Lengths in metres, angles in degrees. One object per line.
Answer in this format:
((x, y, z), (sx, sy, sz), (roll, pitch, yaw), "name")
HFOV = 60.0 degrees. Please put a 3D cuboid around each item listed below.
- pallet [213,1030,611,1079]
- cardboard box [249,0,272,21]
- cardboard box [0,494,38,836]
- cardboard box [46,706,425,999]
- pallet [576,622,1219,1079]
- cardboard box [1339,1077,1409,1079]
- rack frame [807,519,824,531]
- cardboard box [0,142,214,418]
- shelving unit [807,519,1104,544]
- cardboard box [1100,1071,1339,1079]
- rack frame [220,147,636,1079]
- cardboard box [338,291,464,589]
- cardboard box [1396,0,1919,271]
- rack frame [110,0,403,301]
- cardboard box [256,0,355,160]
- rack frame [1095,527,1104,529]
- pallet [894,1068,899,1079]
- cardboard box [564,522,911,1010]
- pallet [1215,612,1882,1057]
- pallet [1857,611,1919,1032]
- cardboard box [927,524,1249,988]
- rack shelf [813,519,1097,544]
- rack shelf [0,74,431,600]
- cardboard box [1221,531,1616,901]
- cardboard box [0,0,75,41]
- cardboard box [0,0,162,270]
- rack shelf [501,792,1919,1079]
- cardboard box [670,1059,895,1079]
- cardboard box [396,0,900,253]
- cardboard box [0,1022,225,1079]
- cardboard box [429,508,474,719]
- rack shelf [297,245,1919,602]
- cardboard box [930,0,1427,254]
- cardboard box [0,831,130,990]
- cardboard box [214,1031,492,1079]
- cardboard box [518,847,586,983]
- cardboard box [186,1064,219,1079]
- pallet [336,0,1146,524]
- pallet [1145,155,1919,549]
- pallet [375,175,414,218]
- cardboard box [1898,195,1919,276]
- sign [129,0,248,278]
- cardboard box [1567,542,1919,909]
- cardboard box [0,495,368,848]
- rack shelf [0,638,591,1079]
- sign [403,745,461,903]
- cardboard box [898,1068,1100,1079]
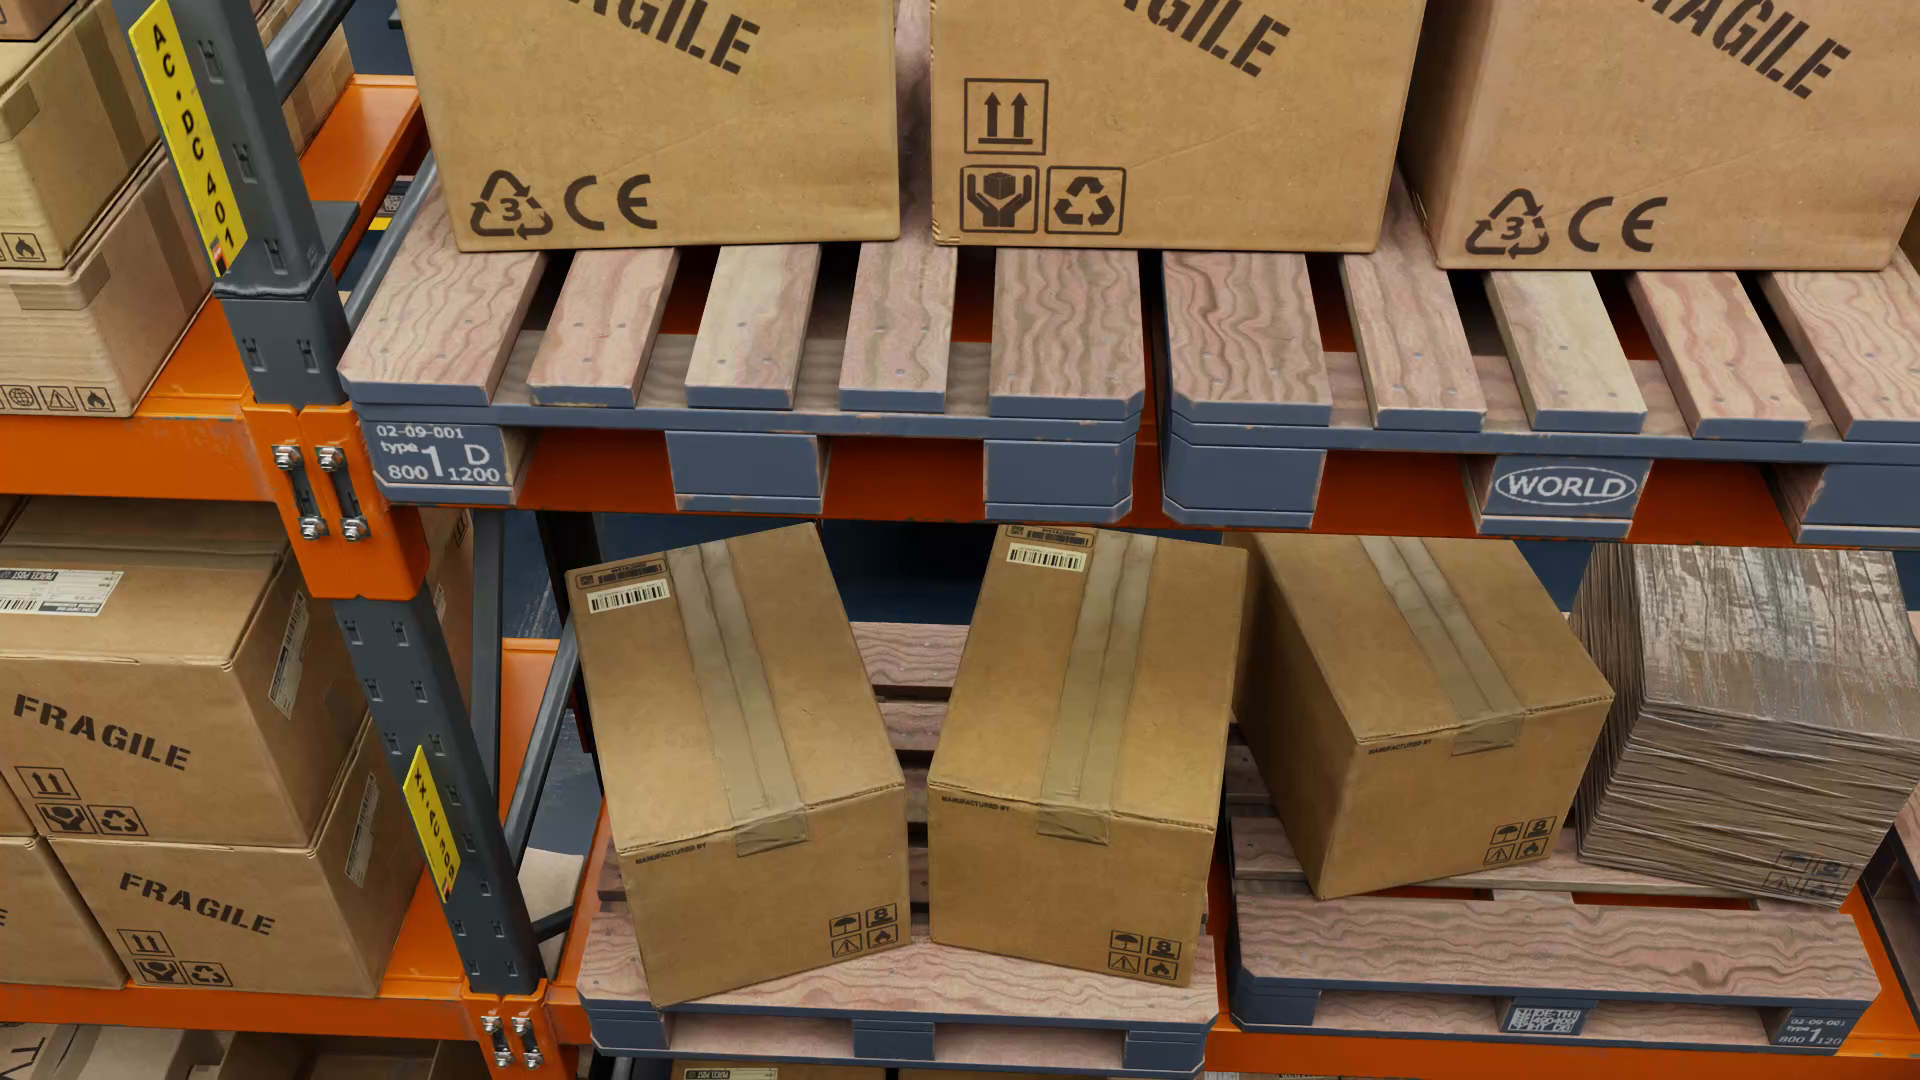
((-1.582, 1.440, 4.549), (1.213, 0.211, 1.003), (2, 43, 2), "pallet")
((-1.370, -0.968, 2.631), (0.500, 0.250, 0.500), (2, 43, 2), "cardboard box")
((-1.925, 0.186, 3.043), (0.500, 0.500, 0.500), (1, 43, 1), "cardboard box")
((-1.407, 0.564, 3.370), (0.500, 0.500, 0.500), (2, 43, 3), "cardboard box")
((-0.103, 0.611, 3.535), (1.213, 0.211, 1.003), (2, 43, 2), "pallet")
((1.076, 1.147, 3.779), (0.500, 0.250, 0.500), (1, 43, 1), "cardboard box")
((-0.515, -0.427, 5.884), (0.032, 1.125, 0.500), (2, 43, 2), "rack frame")
((-1.394, -0.435, 2.426), (0.500, 0.250, 0.500), (2, 43, 2), "cardboard box")
((-0.007, -0.412, 5.867), (1.048, 1.125, 0.538), (2, 43, 2), "shelving unit")
((0.575, 1.132, 3.795), (0.500, 0.250, 0.500), (2, 43, 2), "cardboard box")
((-0.896, 0.441, 3.575), (0.127, 3.000, 1.000), (2, 43, 2), "rack frame")
((-1.354, -0.167, 3.422), (0.500, 0.500, 0.500), (3, 43, 3), "cardboard box")
((0.937, -0.778, 2.229), (0.600, 0.600, 0.600), (0, 43, 0), "cardboard box")
((-0.896, -1.754, 1.531), (0.127, 3.000, 1.000), (2, 43, 2), "rack frame")
((-1.371, -0.785, 2.801), (0.500, 0.250, 0.500), (2, 43, 2), "cardboard box")
((0.501, -0.396, 5.850), (0.032, 1.125, 0.500), (2, 43, 2), "rack frame")
((-0.082, 1.461, 4.527), (1.213, 0.211, 1.003), (2, 43, 2), "pallet")
((-0.433, 0.418, 3.219), (0.500, 0.500, 0.700), (-12, 44, -12), "cardboard box")
((1.157, 0.578, 3.570), (1.213, 0.211, 1.003), (2, 43, 2), "pallet")
((2.420, 0.661, 3.480), (1.003, 0.211, 1.213), (2, 43, 2), "pallet")
((0.257, 0.396, 3.243), (0.500, 0.500, 0.700), (8, 44, 9), "cardboard box")
((-0.007, -0.233, 6.033), (1.000, 0.278, 0.538), (2, 43, 2), "rack shelf")
((-2.894, -0.454, 2.864), (4.000, 0.370, 1.077), (2, 43, 2), "rack shelf")
((0.872, 0.263, 3.385), (0.500, 0.500, 0.700), (-8, 44, -9), "cardboard box")
((-1.383, -1.047, 2.166), (0.500, 0.500, 0.700), (2, 43, 2), "cardboard box")
((-1.394, -0.614, 2.251), (0.500, 0.250, 0.500), (2, 43, 2), "cardboard box")
((1.102, 0.766, 3.755), (4.000, 0.370, 1.077), (2, 43, 2), "rack shelf")
((-0.424, 1.376, 4.084), (0.500, 0.500, 0.500), (0, 43, 0), "cardboard box")
((-0.396, -0.817, 2.271), (0.600, 0.600, 0.600), (-2, 43, -2), "cardboard box")
((-2.227, 1.417, 4.178), (0.500, 0.311, 0.500), (2, 43, 2), "cardboard box")
((-1.393, 0.204, 3.757), (0.500, 0.500, 0.500), (3, 43, 3), "cardboard box")
((1.102, -0.331, 2.732), (4.000, 0.370, 1.077), (2, 43, 2), "rack shelf")
((0.273, -0.812, 2.266), (0.600, 0.600, 0.600), (1, 43, 1), "cardboard box")
((-1.922, 0.549, 3.386), (0.500, 0.500, 0.500), (3, 43, 3), "cardboard box")
((-1.478, 1.371, 4.089), (0.500, 0.500, 0.500), (2, 43, 2), "cardboard box")
((-1.305, 1.104, 4.514), (0.500, 0.311, 0.500), (2, 43, 2), "cardboard box")
((-1.855, 1.529, 4.177), (0.250, 0.149, 0.380), (2, 43, 2), "cardboard box")
((-0.248, -0.519, 2.544), (1.003, 0.211, 1.213), (2, 43, 2), "pallet")
((0.789, -0.490, 2.512), (1.003, 0.211, 1.213), (2, 43, 2), "pallet")
((-2.627, -1.943, 8.181), (1.213, 0.211, 1.003), (2, 43, 2), "pallet")
((1.634, -0.592, 2.411), (0.500, 0.500, 0.910), (2, 43, 2), "cardboard box")
((-0.913, -0.476, 1.980), (0.005, 0.325, 0.100), (2, 43, 2), "sign")
((1.561, 0.273, 3.375), (0.500, 0.500, 0.700), (9, 44, 10), "cardboard box")
((-1.413, 0.200, 3.028), (0.500, 0.500, 0.500), (2, 43, 2), "cardboard box")
((-2.894, 0.643, 3.887), (4.000, 0.370, 1.077), (2, 43, 2), "rack shelf")
((-0.913, 0.494, 2.884), (0.005, 0.325, 0.100), (2, 43, 2), "sign")
((0.110, 1.385, 4.074), (0.500, 0.500, 0.500), (2, 43, 2), "cardboard box")
